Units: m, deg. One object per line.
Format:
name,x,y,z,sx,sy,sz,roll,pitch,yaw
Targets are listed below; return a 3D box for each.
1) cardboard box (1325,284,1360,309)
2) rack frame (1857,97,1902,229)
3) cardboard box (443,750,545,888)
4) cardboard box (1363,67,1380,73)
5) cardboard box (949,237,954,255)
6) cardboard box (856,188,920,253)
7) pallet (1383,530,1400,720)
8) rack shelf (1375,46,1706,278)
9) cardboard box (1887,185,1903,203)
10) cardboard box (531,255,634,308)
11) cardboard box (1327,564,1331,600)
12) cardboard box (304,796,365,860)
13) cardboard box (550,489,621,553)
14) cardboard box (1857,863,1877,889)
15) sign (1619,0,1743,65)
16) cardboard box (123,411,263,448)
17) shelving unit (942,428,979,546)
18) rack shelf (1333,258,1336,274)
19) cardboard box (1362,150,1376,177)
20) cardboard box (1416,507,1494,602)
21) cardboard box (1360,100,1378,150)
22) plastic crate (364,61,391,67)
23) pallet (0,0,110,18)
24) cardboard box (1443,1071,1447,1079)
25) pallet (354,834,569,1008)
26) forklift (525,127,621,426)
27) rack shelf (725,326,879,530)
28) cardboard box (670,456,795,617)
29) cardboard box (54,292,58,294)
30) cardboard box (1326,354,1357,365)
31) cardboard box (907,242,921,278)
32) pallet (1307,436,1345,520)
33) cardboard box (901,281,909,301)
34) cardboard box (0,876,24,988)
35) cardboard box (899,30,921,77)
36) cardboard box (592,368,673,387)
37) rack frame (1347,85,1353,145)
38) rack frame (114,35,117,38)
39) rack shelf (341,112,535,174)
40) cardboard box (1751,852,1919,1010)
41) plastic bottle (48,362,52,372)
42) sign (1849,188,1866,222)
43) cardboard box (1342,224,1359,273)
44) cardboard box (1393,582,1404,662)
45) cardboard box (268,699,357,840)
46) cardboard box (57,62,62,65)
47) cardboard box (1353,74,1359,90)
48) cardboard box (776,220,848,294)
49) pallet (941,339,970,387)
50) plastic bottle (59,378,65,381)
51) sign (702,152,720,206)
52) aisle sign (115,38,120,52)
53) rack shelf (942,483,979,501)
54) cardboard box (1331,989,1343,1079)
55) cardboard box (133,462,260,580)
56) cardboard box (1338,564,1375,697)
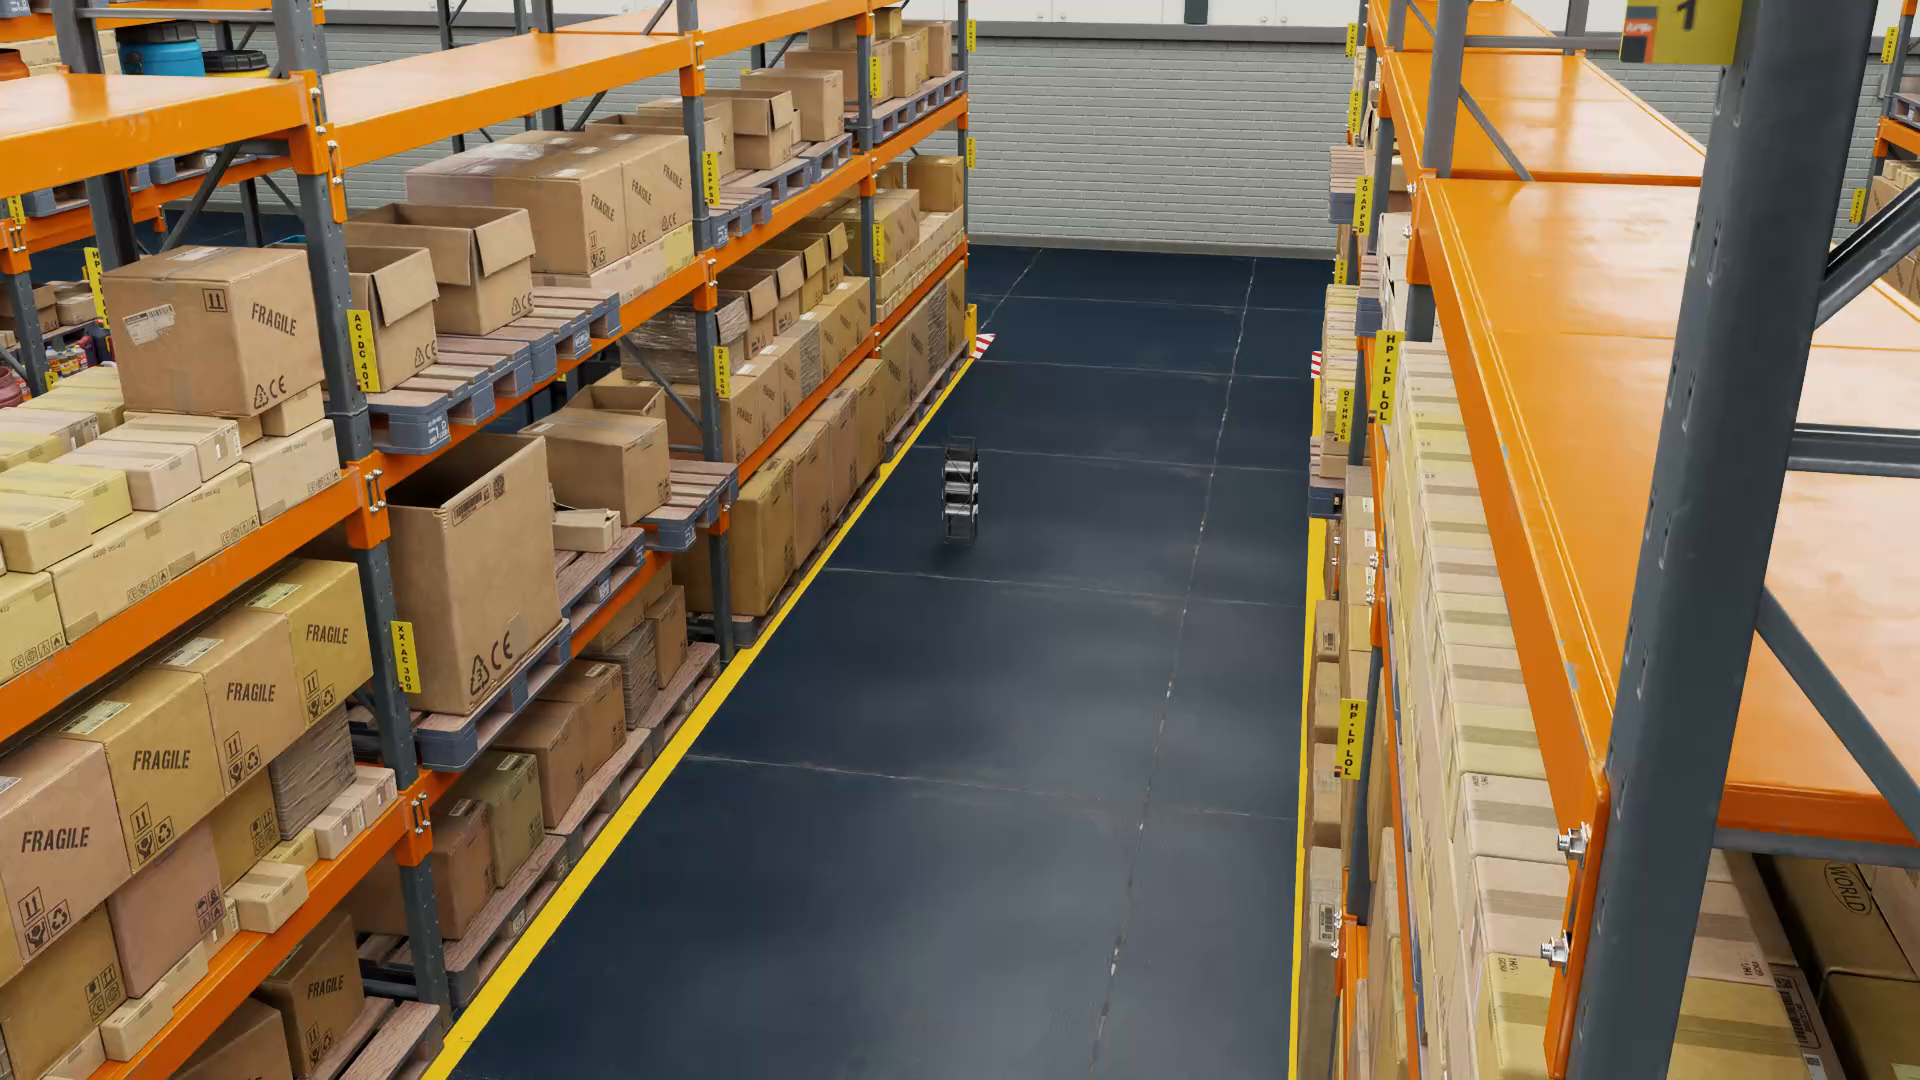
cardboard box,3.072,-1.900,13.064,0.380,0.149,0.250,6,23,14
rack frame,9.286,-2.777,16.265,1.000,3.000,0.127,4,22,11
cardboard box,-2.602,1.415,8.611,0.700,0.500,0.500,4,22,11
cardboard box,3.604,-3.911,14.061,0.380,0.149,0.250,4,22,9
cardboard box,-0.270,-3.073,17.336,0.380,0.149,0.250,5,22,11
cardboard box,-0.674,-3.012,15.646,0.500,0.500,0.500,4,22,9
pallet,1.793,0.219,4.928,1.003,0.211,1.213,4,22,11
rack shelf,2.379,-1.724,7.117,1.077,0.370,4.000,4,22,11
cardboard box,8.810,-2.944,15.207,0.500,0.500,0.500,4,22,9
cardboard box,-2.098,-1.370,8.957,0.500,0.250,0.500,5,22,12
cardboard box,2.775,0.323,11.352,0.500,0.500,0.500,5,23,13
cardboard box,-2.681,1.164,6.814,0.380,0.149,0.250,4,22,11
cardboard box,-2.124,-0.109,9.257,0.396,0.266,0.258,4,22,9
cardboard box,1.690,0.473,2.753,0.380,0.149,0.250,5,22,11
sign,0.626,-0.565,1.386,0.100,0.325,0.005,4,22,11
cardboard box,-2.792,-0.419,6.061,0.380,0.149,0.250,5,22,12
shelving unit,0.002,-0.420,13.223,0.258,0.900,0.210,4,22,11
rack shelf,4.011,-2.053,15.428,1.077,0.370,4.000,4,22,11
cardboard box,2.850,-2.224,10.743,0.500,0.500,0.500,4,22,11
cardboard box,1.253,0.049,3.806,0.380,0.149,0.250,4,22,11
cardboard box,3.159,-2.734,11.442,0.797,0.503,0.637,4,22,10
plastic crate,-5.846,-4.735,17.194,0.504,0.338,0.767,4,22,11
pallet,-6.720,-3.756,11.452,1.213,0.211,1.003,4,22,11
cardboard box,0.942,0.978,2.565,0.380,0.149,0.250,5,22,11
pallet,-2.707,1.865,8.472,1.003,0.211,1.213,4,22,11
forklift,-3.226,-1.975,14.365,1.130,2.935,3.031,6,23,14
rack shelf,-1.640,-1.005,12.826,1.077,0.370,4.000,4,22,11
cardboard box,-1.887,-0.067,11.817,1.225,0.875,0.875,3,22,8
cardboard box,-10.706,-2.675,19.102,0.500,0.250,0.500,4,22,11
cardboard box,2.651,-1.133,11.161,0.380,0.149,0.250,4,22,11
cardboard box,-0.673,-2.661,15.780,0.500,0.250,0.500,5,22,12
pallet,2.828,-0.372,10.548,1.213,0.211,1.003,4,22,11
cardboard box,-0.687,-2.325,15.478,0.380,0.149,0.250,4,22,9
cardboard box,-3.092,1.125,4.705,0.500,0.500,0.500,4,22,11
cardboard box,-0.760,-4.628,16.015,0.700,0.500,0.500,3,22,7
cardboard box,-2.190,-0.853,11.352,0.500,0.500,0.500,5,23,13
rack frame,4.419,-3.118,17.110,1.000,3.000,0.127,4,22,11
rack frame,-10.113,-7.072,18.898,1.000,3.000,0.127,4,22,11
rack shelf,-5.673,-4.237,16.836,1.077,0.370,4.000,4,22,11
cardboard box,1.606,0.690,2.746,0.500,0.250,0.500,4,22,10
plastic bottle,-7.084,-1.305,12.875,0.097,0.201,0.097,0,22,0
sign,8.743,-3.260,16.199,0.100,0.325,0.005,4,22,11
cardboard box,3.434,-2.495,13.695,0.500,0.500,0.500,4,22,9
cardboard box,1.358,0.234,4.412,0.380,0.149,0.250,4,22,10
cardboard box,-3.017,0.831,6.772,0.875,0.500,0.500,4,22,11
cardboard box,-10.073,-5.221,18.518,0.500,0.250,0.500,4,22,11
cardboard box,3.753,-3.971,14.744,0.500,0.250,0.500,4,22,9
cardboard box,-1.354,-2.347,13.720,0.797,0.503,0.637,4,22,10
pallet,-0.502,-1.941,17.921,1.003,0.211,1.213,4,22,11
plastic bottle,-6.492,-1.061,12.168,0.152,0.276,0.135,4,22,11
sign,-1.518,-2.196,10.114,0.100,0.325,0.005,4,22,11
aisle sign,-9.799,-5.497,19.537,0.394,0.787,0.004,4,22,11
rack shelf,0.002,-0.389,13.236,0.258,0.077,0.200,4,22,11
cardboard box,1.774,2.286,5.973,0.875,0.875,0.875,5,22,12
cardboard box,-2.819,-0.089,5.775,0.500,0.250,0.500,5,22,12
cardboard box,2.123,0.458,8.098,0.500,0.500,0.500,4,22,10
